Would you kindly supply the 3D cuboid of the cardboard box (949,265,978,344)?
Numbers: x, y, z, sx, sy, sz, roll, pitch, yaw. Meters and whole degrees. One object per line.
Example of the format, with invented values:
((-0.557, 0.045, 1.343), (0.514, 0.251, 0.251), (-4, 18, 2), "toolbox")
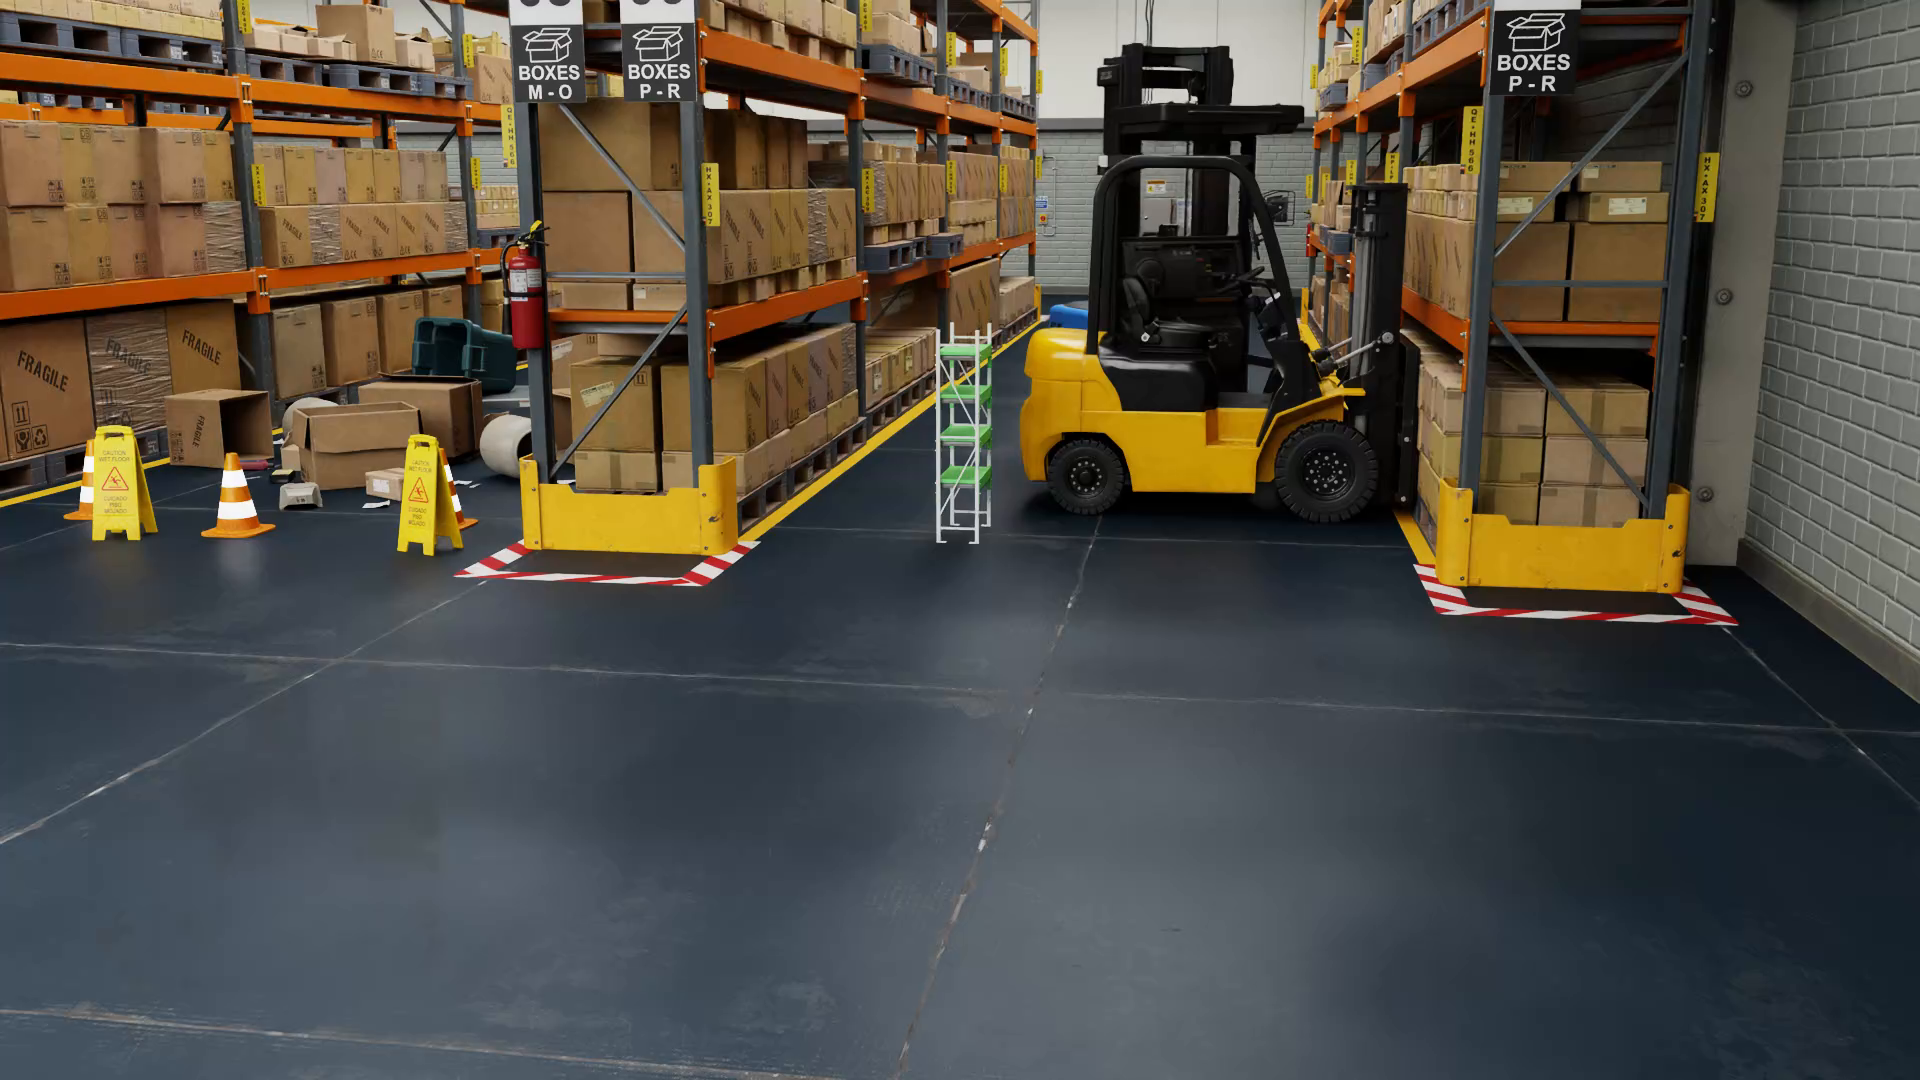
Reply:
((-0.297, -2.577, 18.376), (0.875, 0.875, 0.875), (2, 12, 9), "cardboard box")

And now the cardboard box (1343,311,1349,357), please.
((4.219, -2.105, 17.080), (0.500, 0.500, 0.500), (2, 12, 8), "cardboard box")

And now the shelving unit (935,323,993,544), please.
((0.025, -0.621, 9.527), (0.258, 1.200, 0.503), (2, 12, 9), "shelving unit")

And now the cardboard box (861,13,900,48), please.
((-0.755, -3.958, 12.977), (0.500, 0.250, 0.500), (2, 12, 7), "cardboard box")

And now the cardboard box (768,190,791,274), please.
((-1.356, -1.916, 10.320), (0.500, 0.500, 0.500), (2, 12, 8), "cardboard box")

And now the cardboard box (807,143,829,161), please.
((-1.300, -3.215, 13.810), (0.380, 0.149, 0.250), (2, 12, 7), "cardboard box")

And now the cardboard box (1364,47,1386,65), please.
((3.925, -4.467, 15.301), (0.380, 0.166, 0.250), (2, 12, 9), "cardboard box")

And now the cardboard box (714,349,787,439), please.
((-1.380, -0.919, 10.386), (0.500, 0.500, 0.500), (1, 12, 7), "cardboard box")

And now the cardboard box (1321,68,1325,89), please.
((5.032, -6.077, 21.915), (0.500, 0.250, 0.500), (2, 12, 8), "cardboard box")

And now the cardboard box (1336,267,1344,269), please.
((4.636, -3.134, 19.606), (0.380, 0.149, 0.250), (2, 12, 8), "cardboard box")

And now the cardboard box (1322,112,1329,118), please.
((4.865, -5.505, 21.395), (0.380, 0.149, 0.250), (2, 12, 10), "cardboard box")

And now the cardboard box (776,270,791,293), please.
((-1.312, -1.682, 10.774), (0.380, 0.149, 0.250), (2, 12, 7), "cardboard box")

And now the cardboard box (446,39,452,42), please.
((-5.550, -5.473, 18.595), (0.396, 0.266, 0.258), (2, 12, 9), "cardboard box")

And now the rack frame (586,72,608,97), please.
((-4.918, -6.988, 20.559), (1.000, 3.000, 0.127), (2, 12, 9), "rack frame")

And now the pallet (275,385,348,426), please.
((-6.104, -1.190, 14.514), (1.003, 0.211, 1.213), (2, 12, 9), "pallet")

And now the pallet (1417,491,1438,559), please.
((3.125, -0.055, 9.249), (1.003, 0.211, 1.213), (2, 12, 9), "pallet")

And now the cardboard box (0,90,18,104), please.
((-10.249, -4.691, 17.374), (0.500, 0.250, 0.500), (2, 12, 9), "cardboard box")

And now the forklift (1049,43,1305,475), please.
((1.654, -1.943, 11.553), (1.130, 2.935, 3.031), (-4, 13, -20), "forklift")

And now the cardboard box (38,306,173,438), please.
((-6.449, -1.240, 12.175), (0.875, 0.875, 0.875), (2, 12, 9), "cardboard box")

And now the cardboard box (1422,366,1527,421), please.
((2.884, -0.820, 9.336), (0.500, 0.250, 0.500), (2, 12, 10), "cardboard box")

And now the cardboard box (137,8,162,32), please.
((-6.004, -3.742, 11.979), (0.380, 0.149, 0.250), (2, 12, 9), "cardboard box")

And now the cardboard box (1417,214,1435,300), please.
((3.099, -1.737, 10.197), (0.500, 0.500, 0.500), (2, 12, 9), "cardboard box")

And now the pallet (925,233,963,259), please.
((-0.631, -2.838, 15.996), (1.213, 0.211, 1.003), (2, 12, 9), "pallet")

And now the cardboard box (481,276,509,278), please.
((-5.110, -2.814, 18.587), (0.500, 0.250, 0.500), (2, 12, 8), "cardboard box")

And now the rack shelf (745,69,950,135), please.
((-0.934, -3.782, 14.509), (1.077, 0.370, 4.000), (2, 12, 9), "rack shelf")

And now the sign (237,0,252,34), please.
((-5.599, -4.130, 13.003), (0.100, 0.325, 0.005), (2, 12, 9), "sign")

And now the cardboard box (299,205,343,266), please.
((-5.724, -2.645, 14.408), (0.500, 0.500, 0.500), (2, 12, 9), "cardboard box")

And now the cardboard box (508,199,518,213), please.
((-5.144, -3.709, 18.479), (0.380, 0.149, 0.250), (2, 12, 9), "cardboard box")

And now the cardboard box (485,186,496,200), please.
((-5.232, -3.742, 17.924), (0.380, 0.149, 0.250), (2, 12, 7), "cardboard box")

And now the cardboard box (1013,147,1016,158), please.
((0.547, -5.145, 22.094), (0.380, 0.149, 0.250), (2, 12, 9), "cardboard box")

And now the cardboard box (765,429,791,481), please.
((-1.373, -0.544, 10.428), (0.500, 0.250, 0.500), (2, 12, 11), "cardboard box")

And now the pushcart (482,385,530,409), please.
((-3.502, -1.032, 13.388), (1.648, 0.377, 0.936), (-2, 12, -11), "pushcart")

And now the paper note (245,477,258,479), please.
((-4.879, -0.427, 11.450), (0.032, 0.001, 0.123), (10, 15, 38), "paper note")

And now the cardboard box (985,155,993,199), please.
((0.096, -4.245, 19.458), (0.500, 0.500, 0.500), (2, 12, 10), "cardboard box")

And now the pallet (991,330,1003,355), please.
((-0.055, -2.390, 20.081), (1.003, 0.211, 1.213), (2, 12, 9), "pallet")

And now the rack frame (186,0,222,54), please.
((-9.803, -7.170, 21.402), (1.000, 3.000, 0.127), (2, 12, 9), "rack frame")

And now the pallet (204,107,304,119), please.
((-9.667, -5.830, 22.516), (1.003, 0.211, 1.213), (2, 12, 9), "pallet")

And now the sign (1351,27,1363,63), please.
((3.743, -4.660, 15.651), (0.100, 0.325, 0.005), (2, 12, 9), "sign")

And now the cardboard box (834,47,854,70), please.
((-0.988, -3.519, 12.176), (0.380, 0.149, 0.250), (2, 12, 9), "cardboard box")

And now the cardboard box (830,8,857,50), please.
((-1.043, -3.688, 12.017), (0.500, 0.250, 0.500), (2, 12, 8), "cardboard box")

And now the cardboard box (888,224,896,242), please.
((-0.748, -2.603, 14.053), (0.380, 0.149, 0.250), (2, 12, 10), "cardboard box")

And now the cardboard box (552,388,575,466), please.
((-2.751, -0.851, 12.250), (0.500, 0.500, 0.500), (-10, 16, -40), "cardboard box")

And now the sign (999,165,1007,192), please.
((0.527, -4.428, 20.359), (0.100, 0.325, 0.005), (2, 12, 9), "sign")

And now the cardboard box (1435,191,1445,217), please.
((2.998, -1.973, 9.752), (0.380, 0.149, 0.250), (2, 12, 9), "cardboard box")

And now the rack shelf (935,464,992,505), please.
((0.025, -0.324, 9.591), (0.258, 0.148, 0.480), (2, 12, 9), "rack shelf")

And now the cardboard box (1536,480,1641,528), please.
((3.317, -0.215, 8.901), (0.500, 0.250, 0.500), (2, 12, 9), "cardboard box")

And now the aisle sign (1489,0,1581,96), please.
((2.748, -2.525, 7.917), (0.394, 0.787, 0.004), (2, 12, 9), "aisle sign")

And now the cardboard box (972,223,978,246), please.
((-0.082, -3.423, 18.613), (0.500, 0.250, 0.500), (2, 12, 9), "cardboard box")

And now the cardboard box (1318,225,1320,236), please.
((4.920, -4.084, 21.921), (0.380, 0.149, 0.250), (2, 12, 10), "cardboard box")

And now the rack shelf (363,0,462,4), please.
((-5.841, -5.192, 14.881), (1.077, 0.370, 4.000), (2, 12, 9), "rack shelf")

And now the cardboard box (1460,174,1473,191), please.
((2.916, -1.958, 8.978), (0.380, 0.149, 0.250), (2, 12, 10), "cardboard box")

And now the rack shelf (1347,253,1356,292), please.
((3.971, -2.155, 14.082), (1.077, 0.370, 4.000), (2, 12, 9), "rack shelf")

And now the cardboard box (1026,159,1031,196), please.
((0.714, -5.069, 23.281), (0.500, 0.500, 0.500), (2, 12, 9), "cardboard box")

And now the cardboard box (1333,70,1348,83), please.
((4.300, -5.092, 18.242), (0.380, 0.149, 0.250), (2, 12, 8), "cardboard box")

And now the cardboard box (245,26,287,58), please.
((-6.176, -4.301, 14.334), (0.500, 0.250, 0.500), (2, 12, 8), "cardboard box")
